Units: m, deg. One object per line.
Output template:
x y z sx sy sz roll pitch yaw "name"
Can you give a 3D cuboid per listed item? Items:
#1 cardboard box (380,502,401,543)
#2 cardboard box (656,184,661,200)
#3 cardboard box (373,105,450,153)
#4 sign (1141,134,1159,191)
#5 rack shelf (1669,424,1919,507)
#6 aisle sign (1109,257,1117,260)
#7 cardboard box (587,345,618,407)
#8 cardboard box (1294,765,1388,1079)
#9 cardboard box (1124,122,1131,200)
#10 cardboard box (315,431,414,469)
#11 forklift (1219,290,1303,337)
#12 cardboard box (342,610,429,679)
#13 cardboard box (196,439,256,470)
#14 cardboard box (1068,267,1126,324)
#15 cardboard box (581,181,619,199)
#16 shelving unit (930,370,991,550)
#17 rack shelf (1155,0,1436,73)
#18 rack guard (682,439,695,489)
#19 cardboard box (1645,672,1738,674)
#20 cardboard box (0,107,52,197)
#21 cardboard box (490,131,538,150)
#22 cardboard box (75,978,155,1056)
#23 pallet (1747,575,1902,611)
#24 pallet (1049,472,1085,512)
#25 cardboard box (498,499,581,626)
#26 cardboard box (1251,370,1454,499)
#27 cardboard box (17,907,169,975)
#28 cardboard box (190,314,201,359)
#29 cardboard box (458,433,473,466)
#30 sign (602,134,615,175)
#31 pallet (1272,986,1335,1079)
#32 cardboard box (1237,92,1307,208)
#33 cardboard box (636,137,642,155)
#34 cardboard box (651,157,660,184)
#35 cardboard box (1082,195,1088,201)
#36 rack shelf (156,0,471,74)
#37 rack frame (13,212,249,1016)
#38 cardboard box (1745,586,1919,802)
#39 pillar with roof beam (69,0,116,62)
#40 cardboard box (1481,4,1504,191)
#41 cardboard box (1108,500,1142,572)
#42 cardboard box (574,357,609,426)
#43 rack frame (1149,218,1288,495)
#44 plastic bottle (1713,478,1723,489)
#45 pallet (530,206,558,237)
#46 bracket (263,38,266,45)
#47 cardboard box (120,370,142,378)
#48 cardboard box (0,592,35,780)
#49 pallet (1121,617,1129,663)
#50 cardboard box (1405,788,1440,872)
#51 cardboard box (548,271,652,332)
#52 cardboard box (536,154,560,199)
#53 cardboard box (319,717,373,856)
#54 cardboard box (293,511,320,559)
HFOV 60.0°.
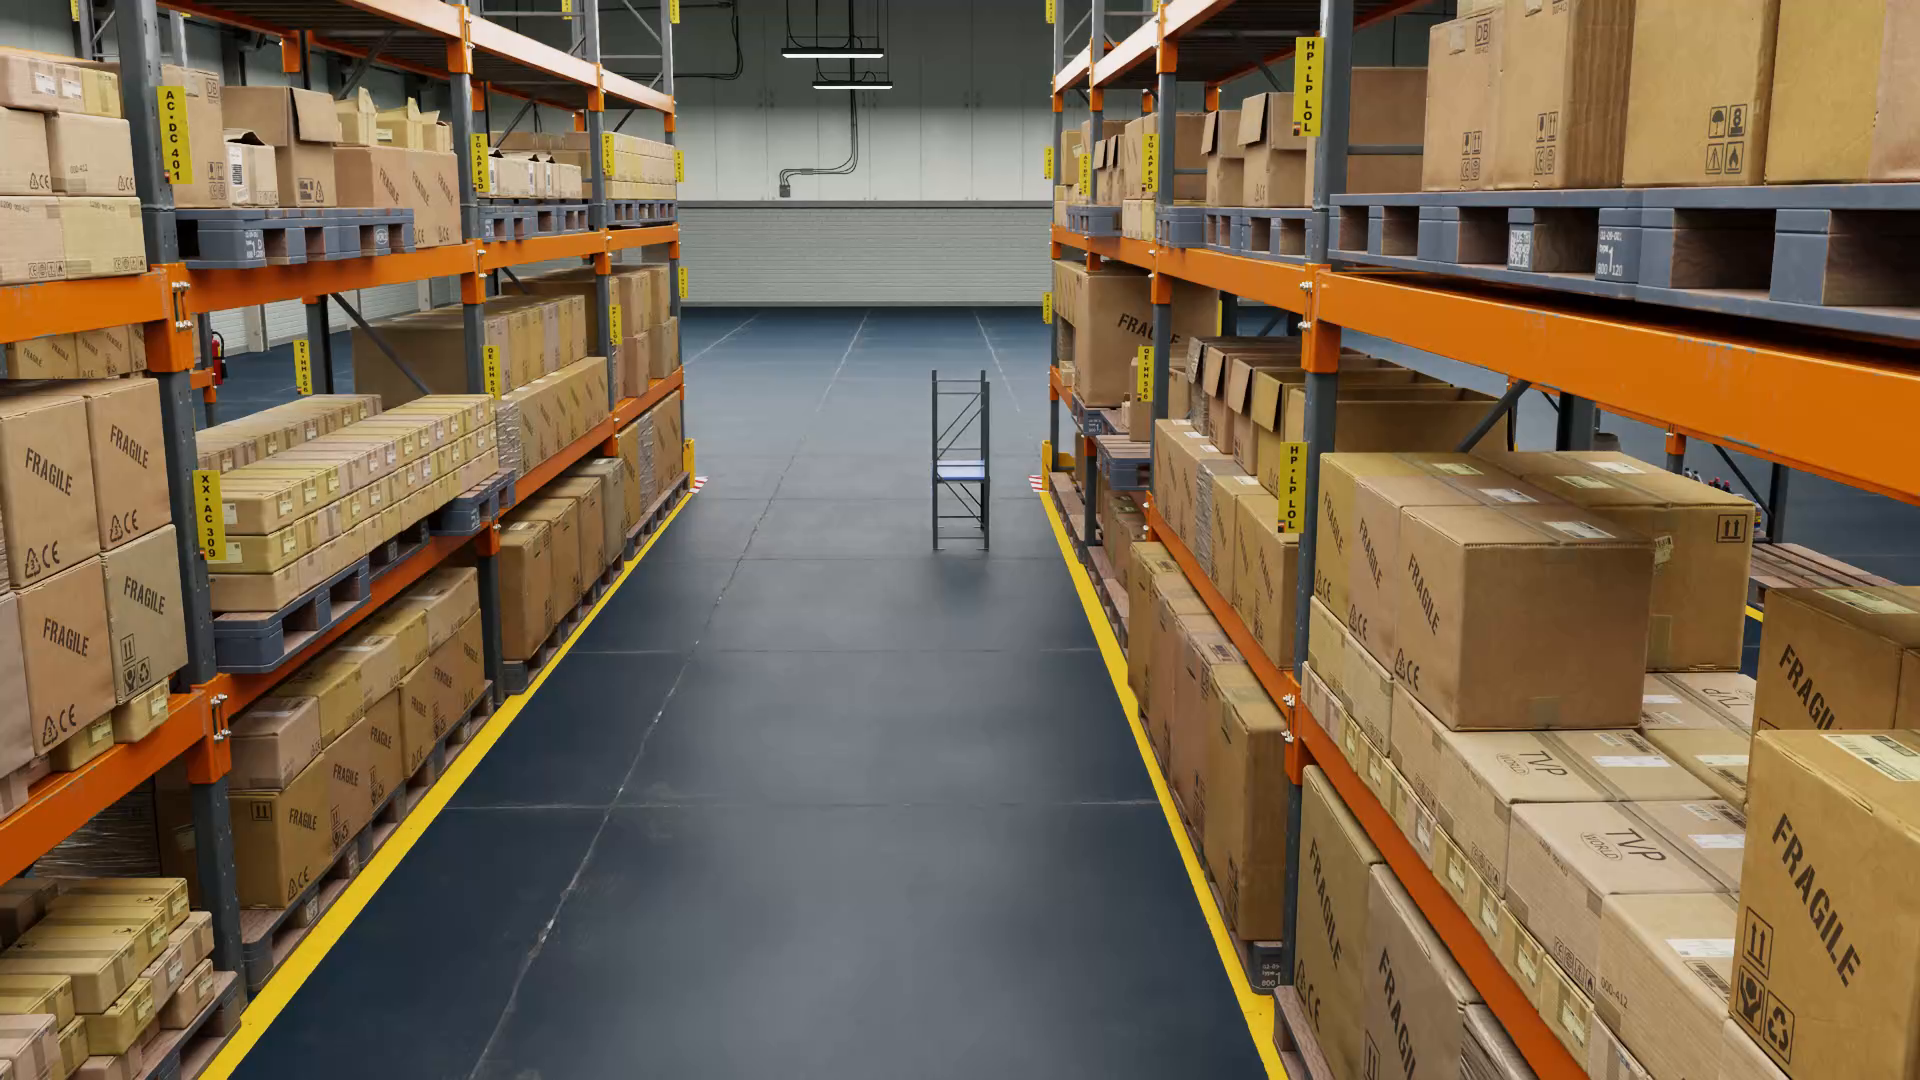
-2.816 -0.082 7.688 0.380 0.149 0.250 0 11 -2 "cardboard box"
-3.117 -3.380 16.146 0.380 0.149 0.250 0 11 -2 "cardboard box"
-3.050 -2.270 9.174 0.396 0.266 0.258 0 11 -1 "cardboard box"
1.100 -2.177 9.592 0.100 0.325 0.005 0 11 -1 "sign"
6.553 -0.521 12.082 1.077 0.370 4.000 0 11 -1 "rack shelf"
1.776 -3.333 17.598 0.394 0.787 0.004 0 11 -1 "aisle sign"
-3.421 -1.397 14.215 0.875 0.550 0.550 0 11 -1 "cardboard box"
1.659 1.307 5.553 0.875 0.875 0.875 0 11 -1 "cardboard box"
1.366 -2.514 11.043 0.500 0.500 0.500 0 11 0 "cardboard box"
-2.821 -0.425 7.880 0.380 0.149 0.250 0 11 1 "cardboard box"
3.054 -1.725 16.381 1.130 2.935 3.031 0 11 1 "forklift"
-3.026 0.533 8.424 0.500 0.250 0.500 0 11 0 "cardboard box"
-3.465 -0.372 7.620 0.380 0.149 0.250 -1 11 -4 "cardboard box"
1.254 -2.222 15.146 0.500 0.500 0.500 0 11 -1 "cardboard box"
-3.069 -2.926 13.907 0.380 0.149 0.250 0 11 -2 "cardboard box"
-0.002 -0.752 15.184 0.538 1.500 1.048 0 11 -1 "shelving unit"
1.684 -2.449 7.506 1.077 0.370 4.000 0 11 -1 "rack shelf"
-3.484 -0.825 18.060 1.175 0.500 0.348 0 11 -1 "rack guard"
2.010 0.457 5.082 0.500 0.250 0.500 0 11 1 "cardboard box"
-2.973 -1.107 4.740 0.500 0.250 0.500 -1 11 -3 "cardboard box"
-3.727 -3.314 13.816 0.380 0.149 0.250 0 11 -2 "cardboard box"
-2.870 1.554 5.413 0.380 0.149 0.250 -1 11 -3 "cardboard box"
6.595 0.495 12.281 1.003 0.211 1.213 0 11 -1 "pallet"
1.460 -0.502 17.195 1.003 0.211 1.213 0 11 -1 "pallet"
-3.262 0.146 11.586 1.050 0.750 0.750 0 11 0 "cardboard box"
1.701 -0.464 7.220 0.797 0.503 0.637 0 11 -1 "cardboard box"
-2.923 1.360 5.620 0.380 0.149 0.250 0 11 0 "cardboard box"
-8.144 -2.093 17.023 0.500 0.500 0.500 0 11 -2 "cardboard box"
-2.838 -0.482 8.909 0.380 0.149 0.250 0 11 0 "cardboard box"
-2.859 -3.132 13.508 0.100 0.325 0.005 0 11 -1 "sign"
1.663 1.858 5.562 1.003 0.211 1.213 0 11 -1 "pallet"
1.706 -1.776 7.599 0.797 0.503 0.637 0 11 -2 "cardboard box"
-3.096 -3.570 15.075 0.380 0.149 0.250 0 11 -1 "cardboard box"
-3.175 -3.547 15.967 0.500 0.250 0.500 0 11 -1 "cardboard box"
1.258 -3.009 14.367 0.380 0.149 0.250 -1 11 -4 "cardboard box"
-3.277 -2.449 7.504 1.077 0.370 4.000 0 11 -1 "rack shelf"
-3.236 0.340 6.030 1.000 3.000 0.127 0 11 -1 "rack frame"
2.041 0.396 3.496 0.500 0.500 0.500 -1 11 -3 "cardboard box"
-10.224 -7.185 28.033 9.100 9.000 0.548 0 11 -1 "pillar with roof beam"
1.808 -1.172 4.379 0.700 0.500 0.500 0 11 2 "cardboard box"
1.542 -0.024 13.005 0.700 0.500 0.500 0 11 -2 "cardboard box"
-3.123 -1.197 13.353 0.500 0.500 0.500 0 11 -1 "cardboard box"
1.643 -0.455 9.951 1.000 3.000 0.127 0 11 -1 "rack frame"
6.906 -0.388 15.174 0.144 0.351 0.185 -1 11 -4 "plastic bottle"
-3.411 -2.183 11.395 1.003 0.211 1.213 0 11 1 "pallet"
-14.305 -10.208 33.880 0.235 0.232 0.430 0 11 -1 "bracket"
-8.113 -1.554 16.000 0.380 0.149 0.250 0 11 -2 "cardboard box"
-2.925 0.442 4.526 0.500 0.500 0.500 0 11 -1 "cardboard box"
1.628 0.756 10.994 1.003 0.211 1.213 0 11 -1 "pallet"
1.426 0.781 4.490 0.380 0.149 0.250 0 11 0 "cardboard box"
-3.394 -2.249 15.696 0.875 0.550 0.500 0 11 -1 "cardboard box"
-3.145 -2.584 11.814 0.500 0.311 0.500 -1 11 -3 "cardboard box"
-2.998 1.106 7.484 0.500 0.500 0.500 0 11 1 "cardboard box"
-2.791 -0.020 6.633 0.380 0.149 0.250 0 11 -2 "cardboard box"
